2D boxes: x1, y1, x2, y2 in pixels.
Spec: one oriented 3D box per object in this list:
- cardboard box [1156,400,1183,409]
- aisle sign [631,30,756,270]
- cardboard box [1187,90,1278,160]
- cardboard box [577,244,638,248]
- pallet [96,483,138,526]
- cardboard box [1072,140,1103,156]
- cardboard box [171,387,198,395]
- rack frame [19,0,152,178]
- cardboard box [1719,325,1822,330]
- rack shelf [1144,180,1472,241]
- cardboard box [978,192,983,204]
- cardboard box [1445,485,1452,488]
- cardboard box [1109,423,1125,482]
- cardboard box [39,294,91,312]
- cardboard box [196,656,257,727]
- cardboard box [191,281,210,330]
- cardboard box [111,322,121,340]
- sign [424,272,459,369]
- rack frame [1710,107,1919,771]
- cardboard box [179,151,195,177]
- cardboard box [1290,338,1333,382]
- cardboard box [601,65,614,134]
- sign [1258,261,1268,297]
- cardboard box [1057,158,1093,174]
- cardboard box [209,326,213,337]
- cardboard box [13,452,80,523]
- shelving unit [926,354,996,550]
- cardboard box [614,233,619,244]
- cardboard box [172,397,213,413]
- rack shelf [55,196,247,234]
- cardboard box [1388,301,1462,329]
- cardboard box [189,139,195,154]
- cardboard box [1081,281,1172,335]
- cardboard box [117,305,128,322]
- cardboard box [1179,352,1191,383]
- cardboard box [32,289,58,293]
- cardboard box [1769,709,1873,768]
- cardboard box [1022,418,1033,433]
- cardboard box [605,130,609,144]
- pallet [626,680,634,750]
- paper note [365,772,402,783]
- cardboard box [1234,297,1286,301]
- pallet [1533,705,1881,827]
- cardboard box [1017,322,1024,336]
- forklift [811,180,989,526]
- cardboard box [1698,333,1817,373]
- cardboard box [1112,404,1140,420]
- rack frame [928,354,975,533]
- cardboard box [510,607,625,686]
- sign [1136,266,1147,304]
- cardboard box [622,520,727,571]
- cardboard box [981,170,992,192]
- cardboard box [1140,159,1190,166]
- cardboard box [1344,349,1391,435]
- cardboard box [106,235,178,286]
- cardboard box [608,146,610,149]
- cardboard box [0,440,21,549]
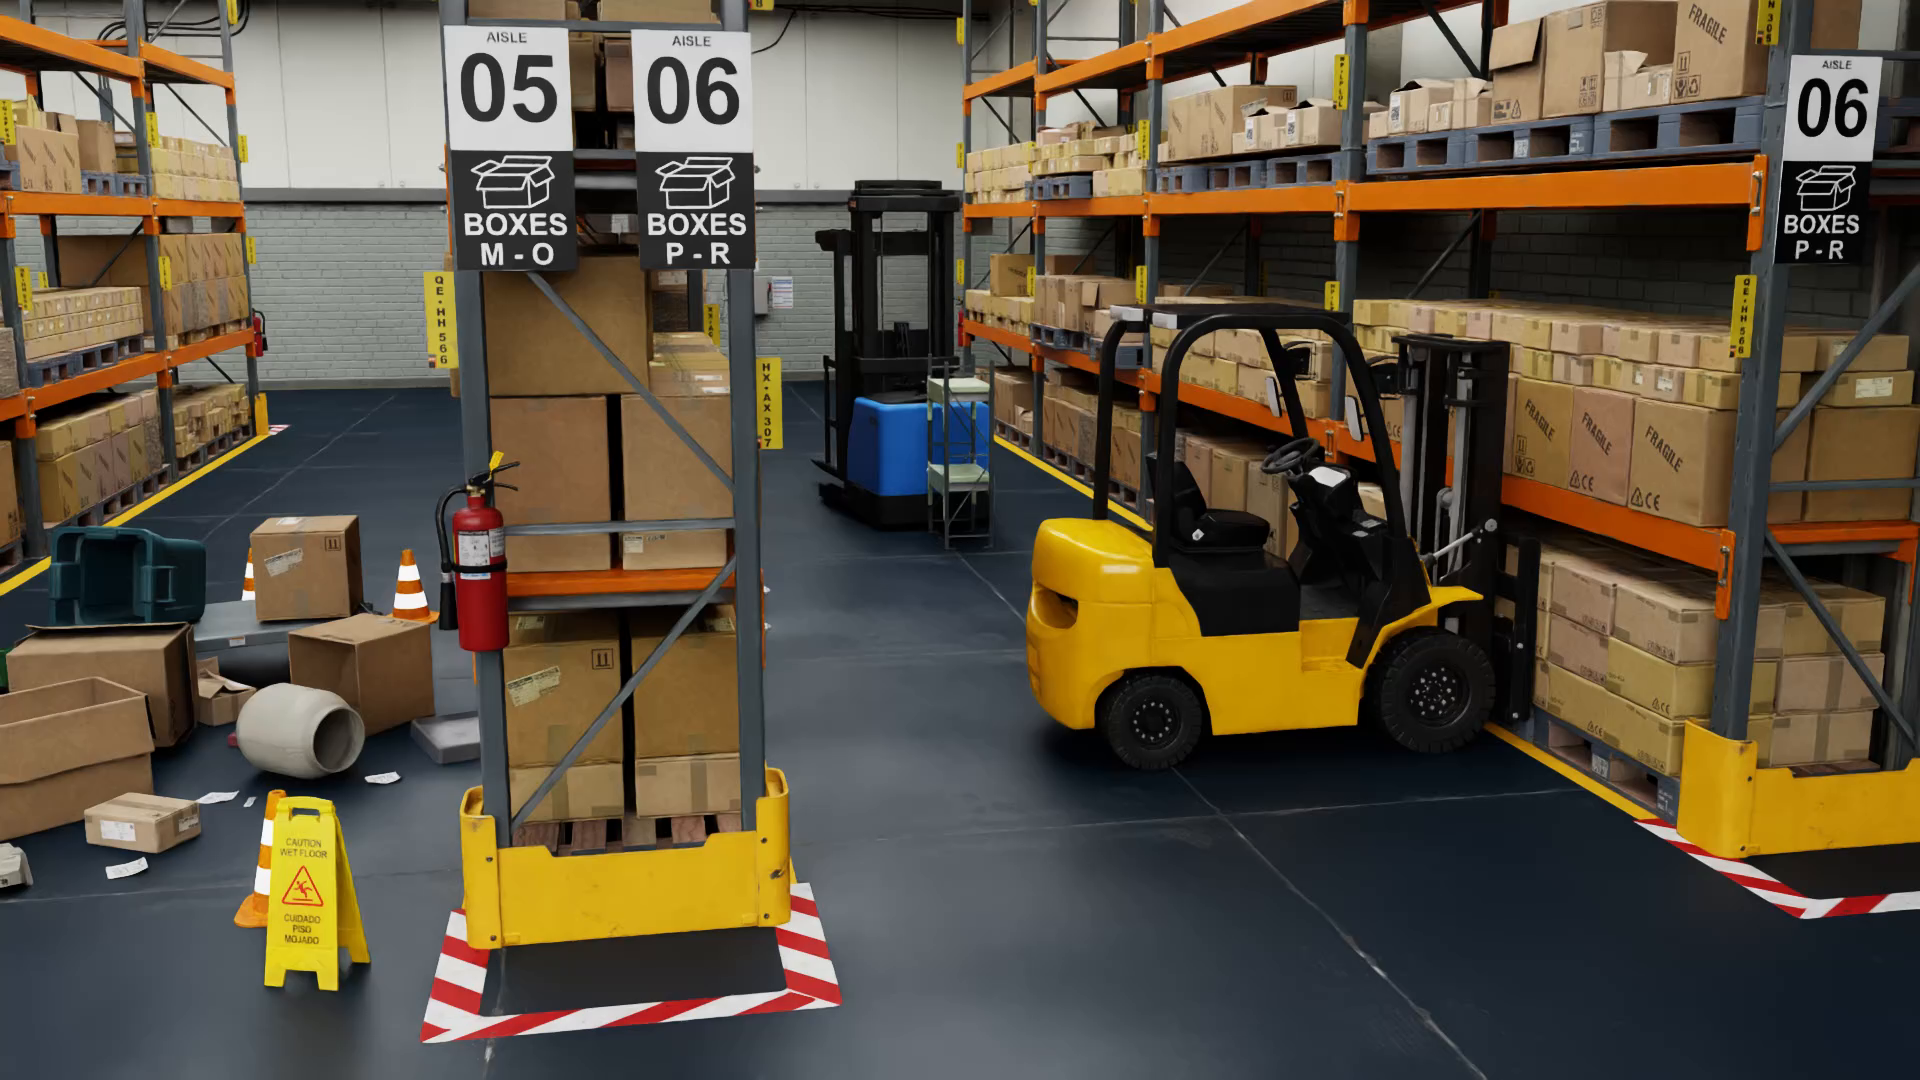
[{"bbox_3d":[2.088,-1.284,16.248,0.380,0.149,0.250,-2,11,-12],"label":"cardboard box"},{"bbox_3d":[-0.900,-1.317,5.640,0.394,0.787,0.004,-2,11,-11],"label":"aisle sign"},{"bbox_3d":[2.195,-3.236,12.995,0.700,0.500,0.500,-2,11,-12],"label":"cardboard box"},{"bbox_3d":[-2.121,-1.371,9.142,0.700,0.500,0.500,-2,11,-12],"label":"cardboard box"},{"bbox_3d":[-7.992,-0.305,14.737,1.003,0.211,1.213,-2,11,-11],"label":"pallet"},{"bbox_3d":[1.304,-3.823,16.221,0.380,0.149,0.250,-2,11,-11],"label":"cardboard box"},{"bbox_3d":[-9.223,-1.719,19.618,0.380,0.149,0.250,-2,11,-10],"label":"cardboard box"},{"bbox_3d":[-8.385,-4.989,15.843,1.000,3.000,0.127,-2,11,-11],"label":"rack frame"},{"bbox_3d":[3.714,-0.902,7.613,0.380,0.149,0.250,-2,11,-10],"label":"cardboard box"},{"bbox_3d":[2.486,-2.442,12.404,1.077,0.370,4.000,-2,11,-11],"label":"rack shelf"},{"bbox_3d":[0.432,-4.295,20.887,0.380,0.149,0.250,-2,11,-10],"label":"cardboard box"},{"bbox_3d":[3.160,-0.218,10.377,0.500,0.250,0.500,-2,11,-10],"label":"cardboard box"},{"bbox_3d":[1.716,-0.829,15.590,0.500,0.500,0.500,-2,11,-12],"label":"cardboard box"},{"bbox_3d":[-7.809,-2.062,14.468,0.380,0.149,0.250,-2,11,-12],"label":"cardboard box"},{"bbox_3d":[-3.940,0.797,8.799,0.396,0.266,0.258,9,14,38],"label":"cardboard box"},{"bbox_3d":[-8.400,-2.522,17.860,0.500,0.500,0.500,-2,11,-12],"label":"cardboard box"},{"bbox_3d":[-7.968,-1.920,15.311,0.380,0.149,0.250,-3,11,-14],"label":"cardboard box"},{"bbox_3d":[-1.764,-0.747,5.659,0.100,0.325,0.005,-2,11,-11],"label":"sign"},{"bbox_3d":[3.653,-0.221,6.836,1.000,3.000,0.127,-2,11,-11],"label":"rack frame"},{"bbox_3d":[-8.420,-3.969,17.569,0.500,0.250,0.500,-2,11,-10],"label":"cardboard box"},{"bbox_3d":[2.528,-1.207,11.082,0.500,0.250,0.500,-2,11,-12],"label":"cardboard box"},{"bbox_3d":[-1.265,-1.874,7.105,0.500,0.250,0.500,-2,11,-9],"label":"cardboard box"},{"bbox_3d":[2.640,-2.278,14.546,0.100,0.325,0.005,-2,11,-11],"label":"sign"},{"bbox_3d":[1.188,-3.771,16.746,0.380,0.149,0.250,-2,11,-12],"label":"cardboard box"},{"bbox_3d":[-8.659,-2.364,18.764,0.380,0.149,0.250,-3,11,-13],"label":"cardboard box"},{"bbox_3d":[-7.495,-0.426,13.474,0.500,0.500,0.500,-3,11,-13],"label":"cardboard box"},{"bbox_3d":[0.001,-0.736,13.550,0.431,1.500,0.755,-2,11,-11],"label":"shelving unit"},{"bbox_3d":[-4.409,-3.713,20.504,0.380,0.149,0.250,-2,11,-10],"label":"cardboard box"},{"bbox_3d":[-8.528,-1.499,18.458,0.380,0.149,0.250,-2,11,-11],"label":"cardboard box"},{"bbox_3d":[-8.774,-3.529,18.118,1.077,0.370,4.000,-2,11,-11],"label":"rack shelf"},{"bbox_3d":[2.802,-1.355,9.997,0.380,0.149,0.250,-2,11,-10],"label":"cardboard box"},{"bbox_3d":[-8.477,-4.236,17.906,0.380,0.149,0.250,-2,11,-13],"label":"cardboard box"},{"bbox_3d":[1.598,-2.238,16.033,0.797,0.503,0.637,-2,11,-12],"label":"cardboard box"},{"bbox_3d":[-8.017,-2.112,15.522,0.380,0.149,0.250,-2,11,-9],"label":"cardboard box"},{"bbox_3d":[2.036,-1.432,13.599,0.500,0.250,0.500,-2,11,-12],"label":"cardboard box"},{"bbox_3d":[-8.700,-2.278,15.598,0.380,0.149,0.250,-2,11,-9],"label":"cardboard box"},{"bbox_3d":[3.749,0.826,7.564,0.500,0.250,0.500,-2,11,-11],"label":"cardboard box"},{"bbox_3d":[0.922,-1.319,19.107,0.380,0.149,0.250,-2,11,-13],"label":"cardboard box"},{"bbox_3d":[-2.249,-2.482,9.968,0.500,0.250,0.500,-2,11,-12],"label":"cardboard box"},{"bbox_3d":[-1.588,0.942,8.181,1.003,0.211,1.213,-2,11,-11],"label":"pallet"},{"bbox_3d":[-2.700,1.109,7.786,0.142,0.019,0.148,-6,13,-31],"label":"paper note"},{"bbox_3d":[2.519,-1.960,13.969,0.380,0.149,0.250,-2,11,-10],"label":"cardboard box"},{"bbox_3d":[3.463,1.010,7.826,1.003,0.211,1.213,-2,11,-11],"label":"pallet"},{"bbox_3d":[0.863,-2.442,19.174,0.380,0.149,0.250,-2,11,-10],"label":"cardboard box"},{"bbox_3d":[-0.683,-1.798,15.302,1.130,2.935,3.031,-4,11,-19],"label":"forklift"},{"bbox_3d":[3.376,-0.793,7.043,0.380,0.149,0.250,-2,11,-11],"label":"cardboard box"},{"bbox_3d":[1.654,-1.216,15.888,0.380,0.149,0.250,-2,11,-9],"label":"cardboard box"},{"bbox_3d":[-0.070,-0.803,13.903,0.400,1.500,0.023,-2,11,-11],"label":"rack frame"},{"bbox_3d":[-1.732,0.503,7.256,0.500,0.500,0.500,-2,11,-9],"label":"cardboard box"},{"bbox_3d":[1.566,-2.197,14.331,0.100,0.325,0.005,-2,11,-11],"label":"sign"},{"bbox_3d":[-1.079,0.014,6.274,0.380,0.149,0.250,-2,11,-11],"label":"cardboard box"},{"bbox_3d":[0.565,-4.424,20.498,0.500,0.250,0.500,-2,11,-13],"label":"cardboard box"},{"bbox_3d":[1.791,-3.340,14.537,0.380,0.149,0.250,-2,11,-10],"label":"cardboard box"},{"bbox_3d":[2.705,-0.913,10.204,0.500,0.500,0.500,-2,11,-13],"label":"cardboard box"},{"bbox_3d":[-8.234,-2.820,16.755,0.500,0.500,0.500,-2,11,-10],"label":"cardboard box"},{"bbox_3d":[-1.594,-1.933,8.480,0.380,0.149,0.250,-3,11,-13],"label":"cardboard box"},{"bbox_3d":[-7.577,-0.295,12.117,1.050,0.750,0.750,-2,11,-12],"label":"cardboard box"}]
